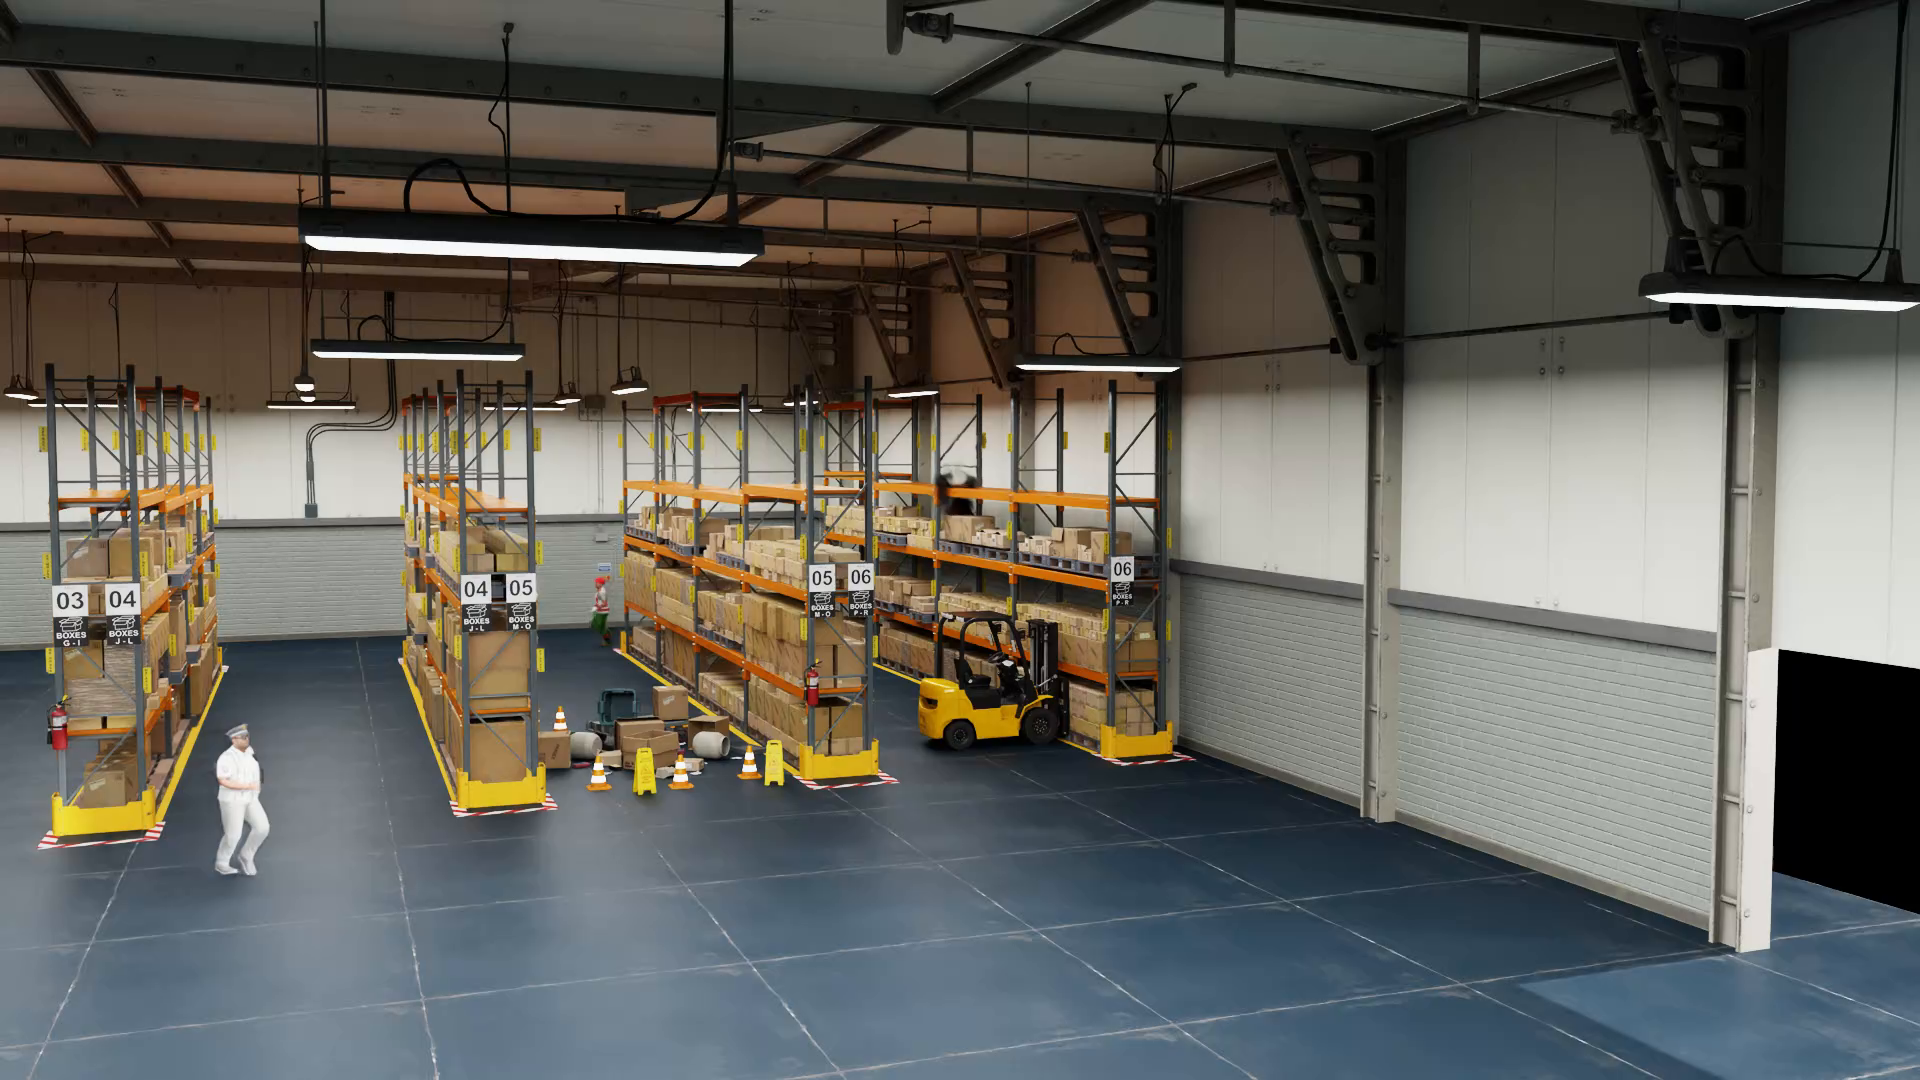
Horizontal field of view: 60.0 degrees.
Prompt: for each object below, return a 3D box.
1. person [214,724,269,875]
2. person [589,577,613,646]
[{"bbox_3d":[-8.265,3.018,19.182,0.718,1.822,0.683,1,4,19],"label":"person"},{"bbox_3d":[-8.815,1.771,40.775,0.573,1.724,0.636,-1,3,-17],"label":"person"}]
